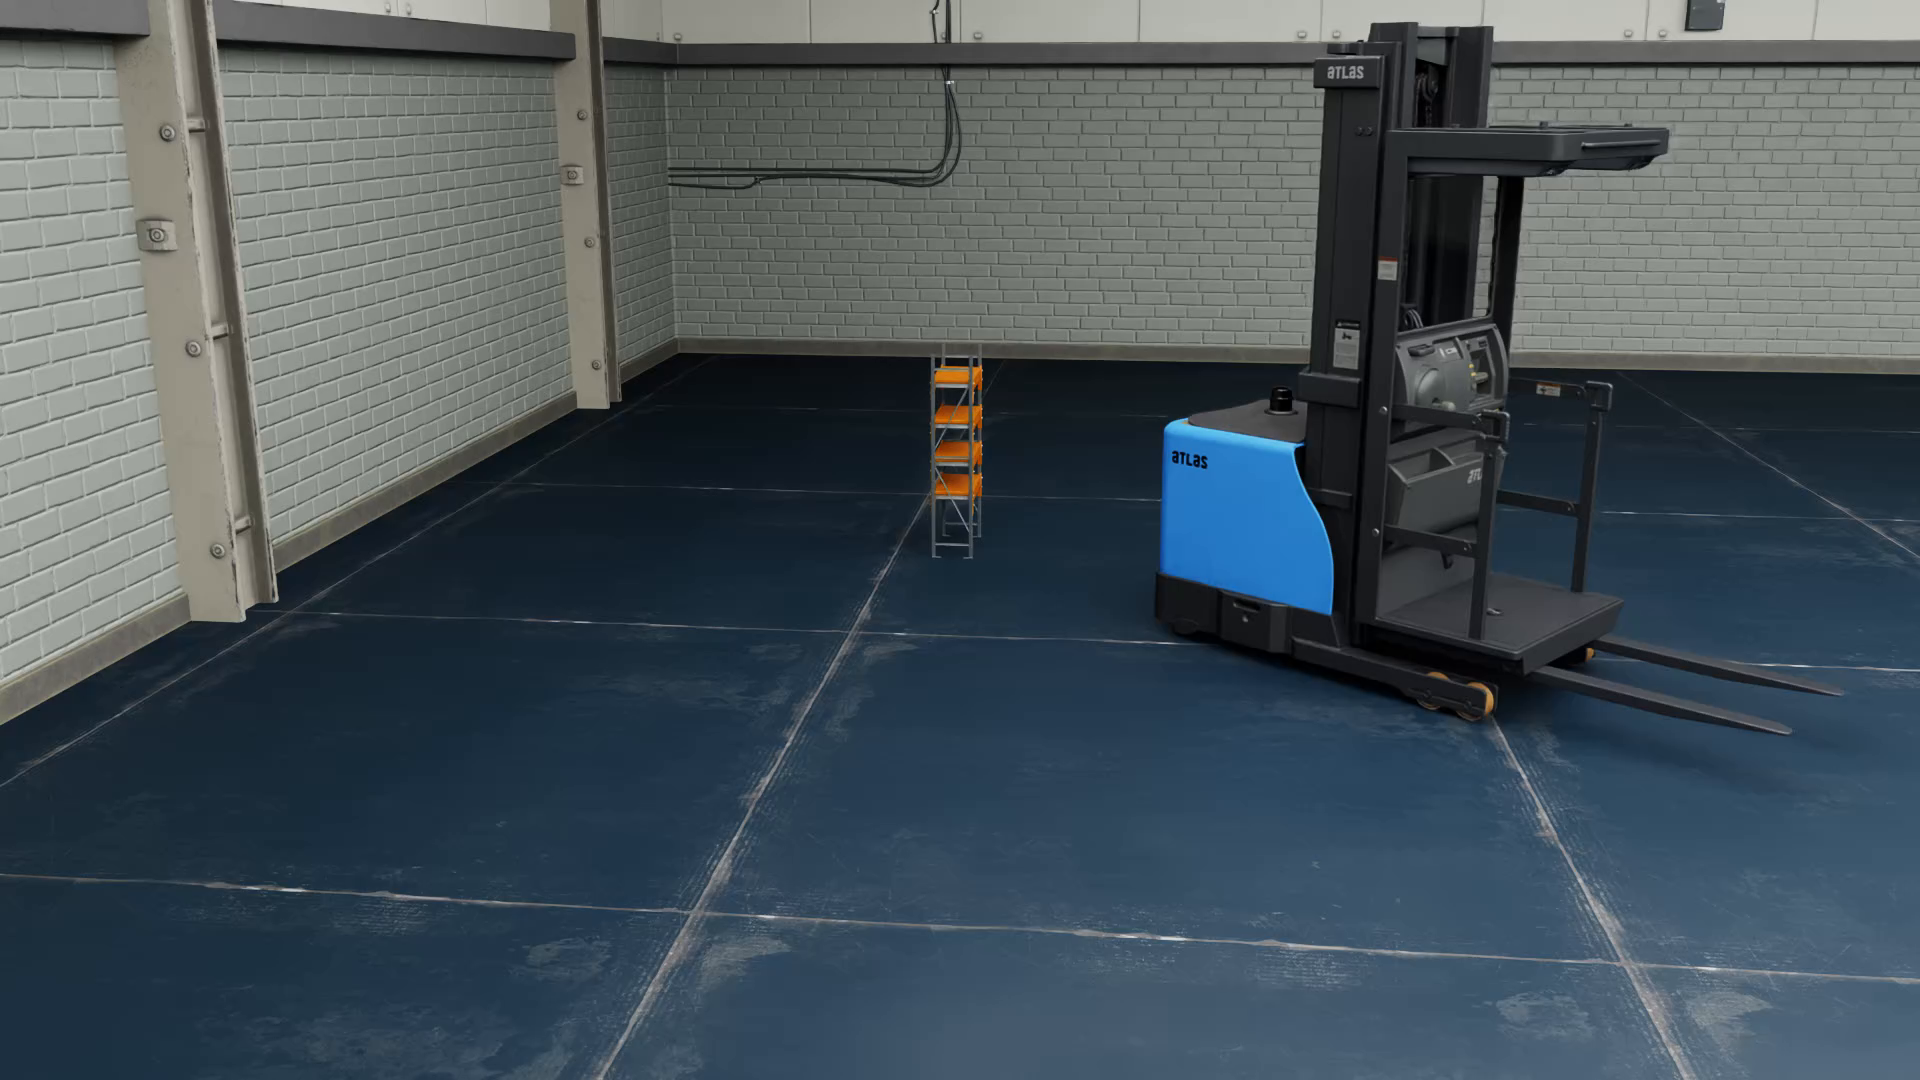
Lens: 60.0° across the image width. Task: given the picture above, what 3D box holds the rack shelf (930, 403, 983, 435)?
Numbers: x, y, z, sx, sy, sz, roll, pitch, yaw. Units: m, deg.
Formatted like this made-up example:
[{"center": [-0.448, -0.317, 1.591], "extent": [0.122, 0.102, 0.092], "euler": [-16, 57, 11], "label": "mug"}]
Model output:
[{"center": [-0.019, -0.687, 9.806], "extent": [0.258, 0.148, 0.480], "euler": [2, 15, 6], "label": "rack shelf"}]

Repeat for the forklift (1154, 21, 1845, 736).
[{"center": [2.392, -0.779, 7.428], "extent": [3.031, 2.935, 1.130], "euler": [14, 21, 43], "label": "forklift"}]

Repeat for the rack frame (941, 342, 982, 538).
[{"center": [0.009, -0.600, 10.081], "extent": [0.240, 1.200, 0.015], "euler": [2, 15, 6], "label": "rack frame"}]

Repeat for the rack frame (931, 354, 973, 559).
[{"center": [-0.046, -0.473, 9.613], "extent": [0.240, 1.200, 0.015], "euler": [2, 15, 6], "label": "rack frame"}]

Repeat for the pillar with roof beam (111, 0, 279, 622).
[{"center": [0.432, -3.848, 7.151], "extent": [9.100, 9.000, 0.400], "euler": [2, 15, 6], "label": "pillar with roof beam"}]

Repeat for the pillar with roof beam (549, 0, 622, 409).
[{"center": [1.109, -5.404, 12.906], "extent": [9.100, 9.000, 0.400], "euler": [2, 15, 6], "label": "pillar with roof beam"}]

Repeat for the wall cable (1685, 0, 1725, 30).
[{"center": [7.909, -7.614, 14.564], "extent": [2.305, 6.003, 0.169], "euler": [2, 15, 6], "label": "wall cable"}]

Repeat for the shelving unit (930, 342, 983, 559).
[{"center": [-0.019, -0.536, 9.847], "extent": [0.258, 1.200, 0.503], "euler": [2, 15, 6], "label": "shelving unit"}]

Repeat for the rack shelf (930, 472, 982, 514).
[{"center": [-0.019, -0.280, 9.916], "extent": [0.258, 0.148, 0.480], "euler": [2, 15, 6], "label": "rack shelf"}]

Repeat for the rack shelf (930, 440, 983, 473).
[{"center": [-0.019, -0.471, 9.864], "extent": [0.258, 0.148, 0.480], "euler": [2, 15, 6], "label": "rack shelf"}]

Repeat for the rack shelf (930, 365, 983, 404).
[{"center": [-0.019, -0.916, 9.744], "extent": [0.258, 0.148, 0.480], "euler": [2, 15, 6], "label": "rack shelf"}]

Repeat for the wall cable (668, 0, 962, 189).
[{"center": [-1.522, -4.757, 16.462], "extent": [3.097, 2.526, 0.112], "euler": [2, 15, 6], "label": "wall cable"}]
